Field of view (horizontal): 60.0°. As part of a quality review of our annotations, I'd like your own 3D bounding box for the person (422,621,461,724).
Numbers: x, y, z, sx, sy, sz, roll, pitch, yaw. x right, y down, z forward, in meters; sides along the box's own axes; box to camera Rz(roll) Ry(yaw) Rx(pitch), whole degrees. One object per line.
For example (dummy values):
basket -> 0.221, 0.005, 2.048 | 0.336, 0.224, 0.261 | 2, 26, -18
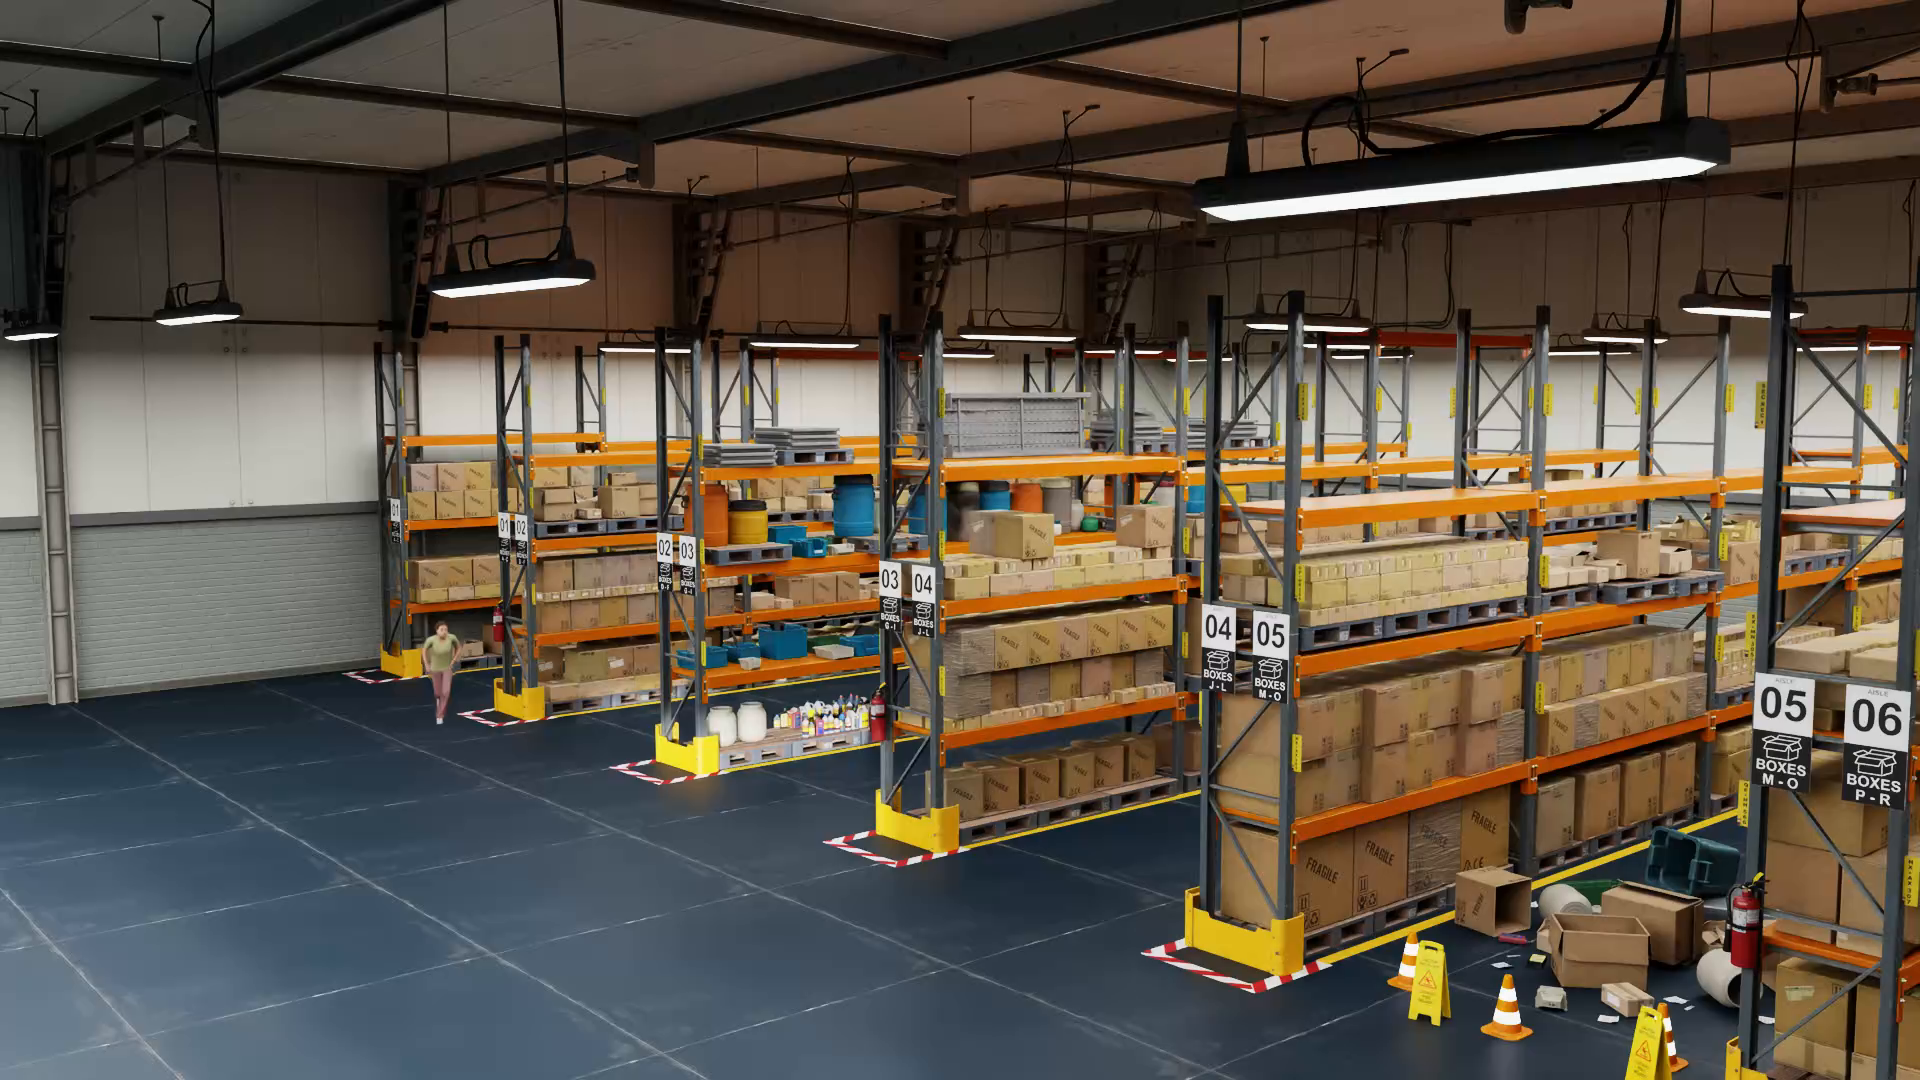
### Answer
person -> -8.075, 2.033, 25.918 | 0.583, 1.611, 0.794 | -2, 6, -24
